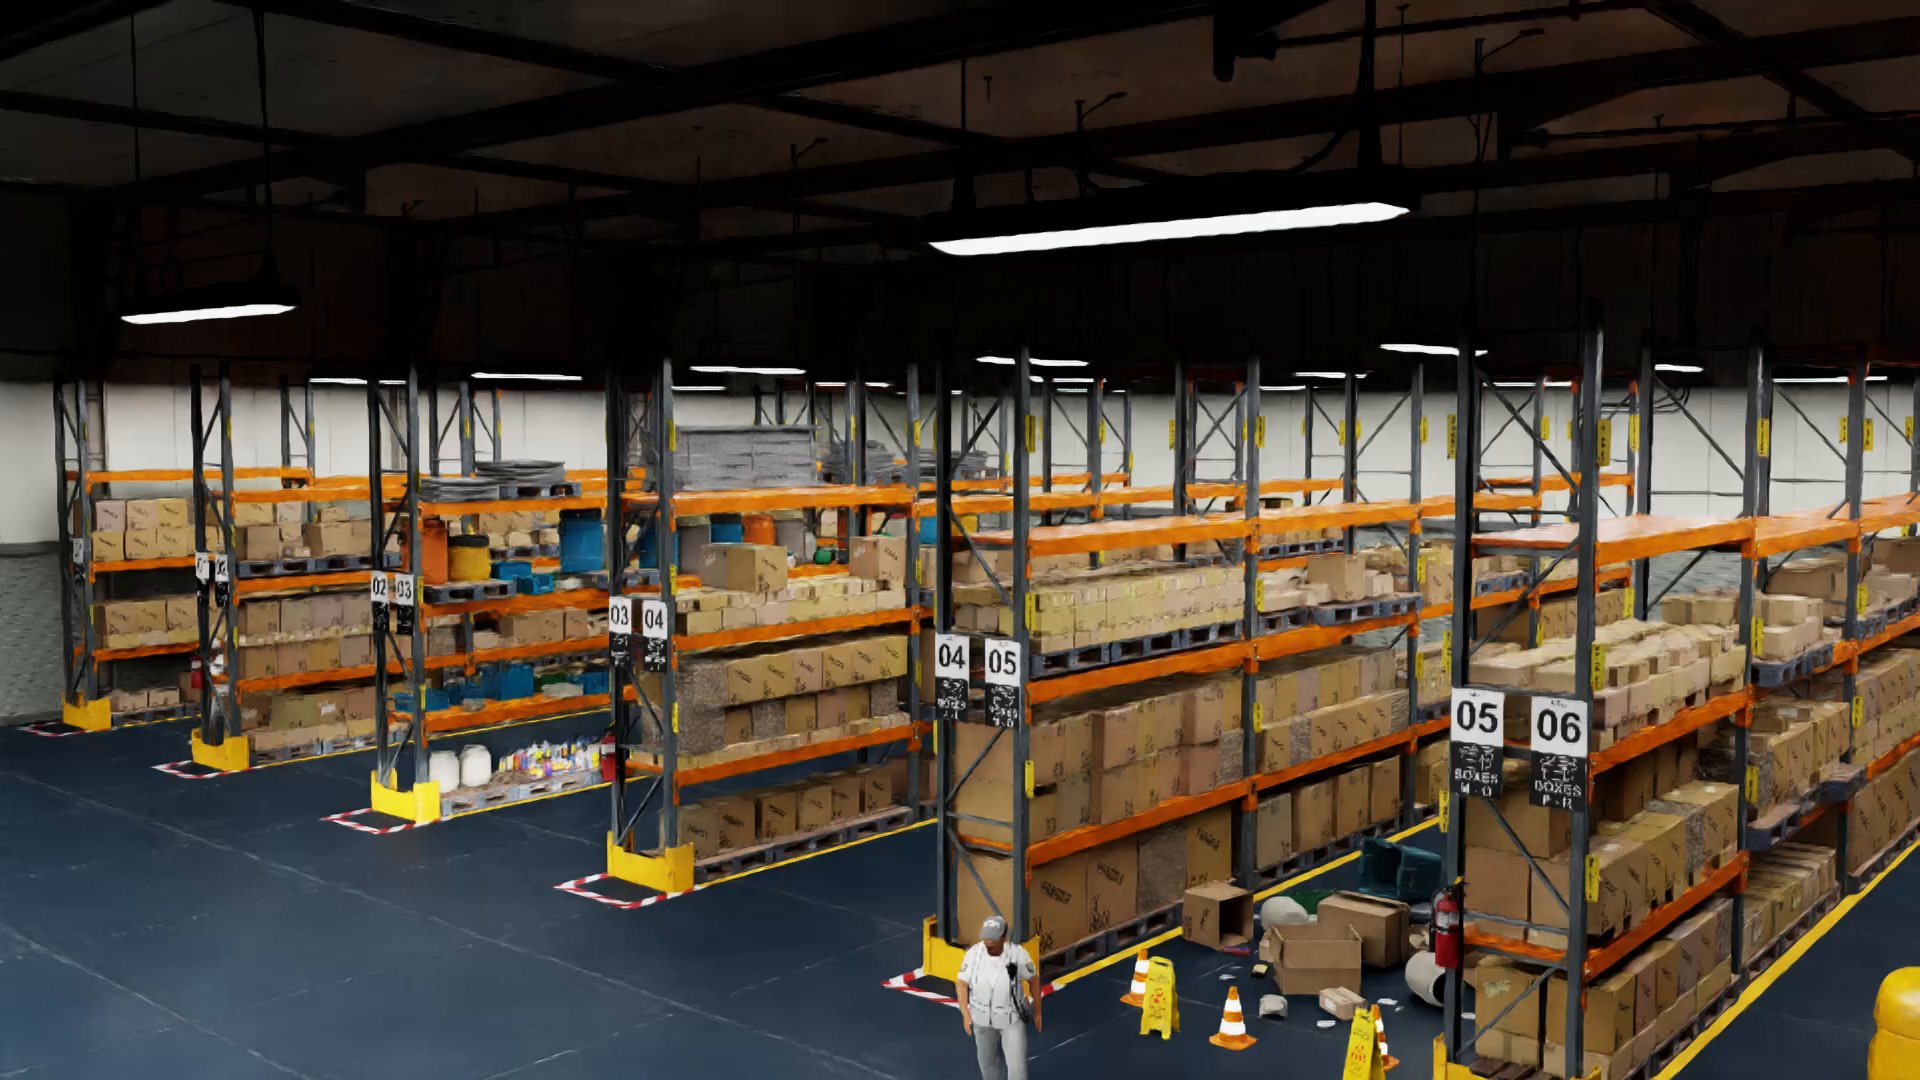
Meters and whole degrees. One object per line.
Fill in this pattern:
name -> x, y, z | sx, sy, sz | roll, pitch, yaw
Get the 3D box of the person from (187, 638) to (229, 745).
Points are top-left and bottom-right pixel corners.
person -> -11.846, 2.399, 26.504 | 0.577, 1.687, 1.121 | 4, 6, 42

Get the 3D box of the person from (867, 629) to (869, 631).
person -> -1.785, 2.161, 30.392 | 0.448, 1.590, 1.109 | 4, 6, 43

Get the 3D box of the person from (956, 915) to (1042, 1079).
person -> 0.310, 3.486, 12.091 | 0.647, 1.603, 0.770 | 1, 4, 19
